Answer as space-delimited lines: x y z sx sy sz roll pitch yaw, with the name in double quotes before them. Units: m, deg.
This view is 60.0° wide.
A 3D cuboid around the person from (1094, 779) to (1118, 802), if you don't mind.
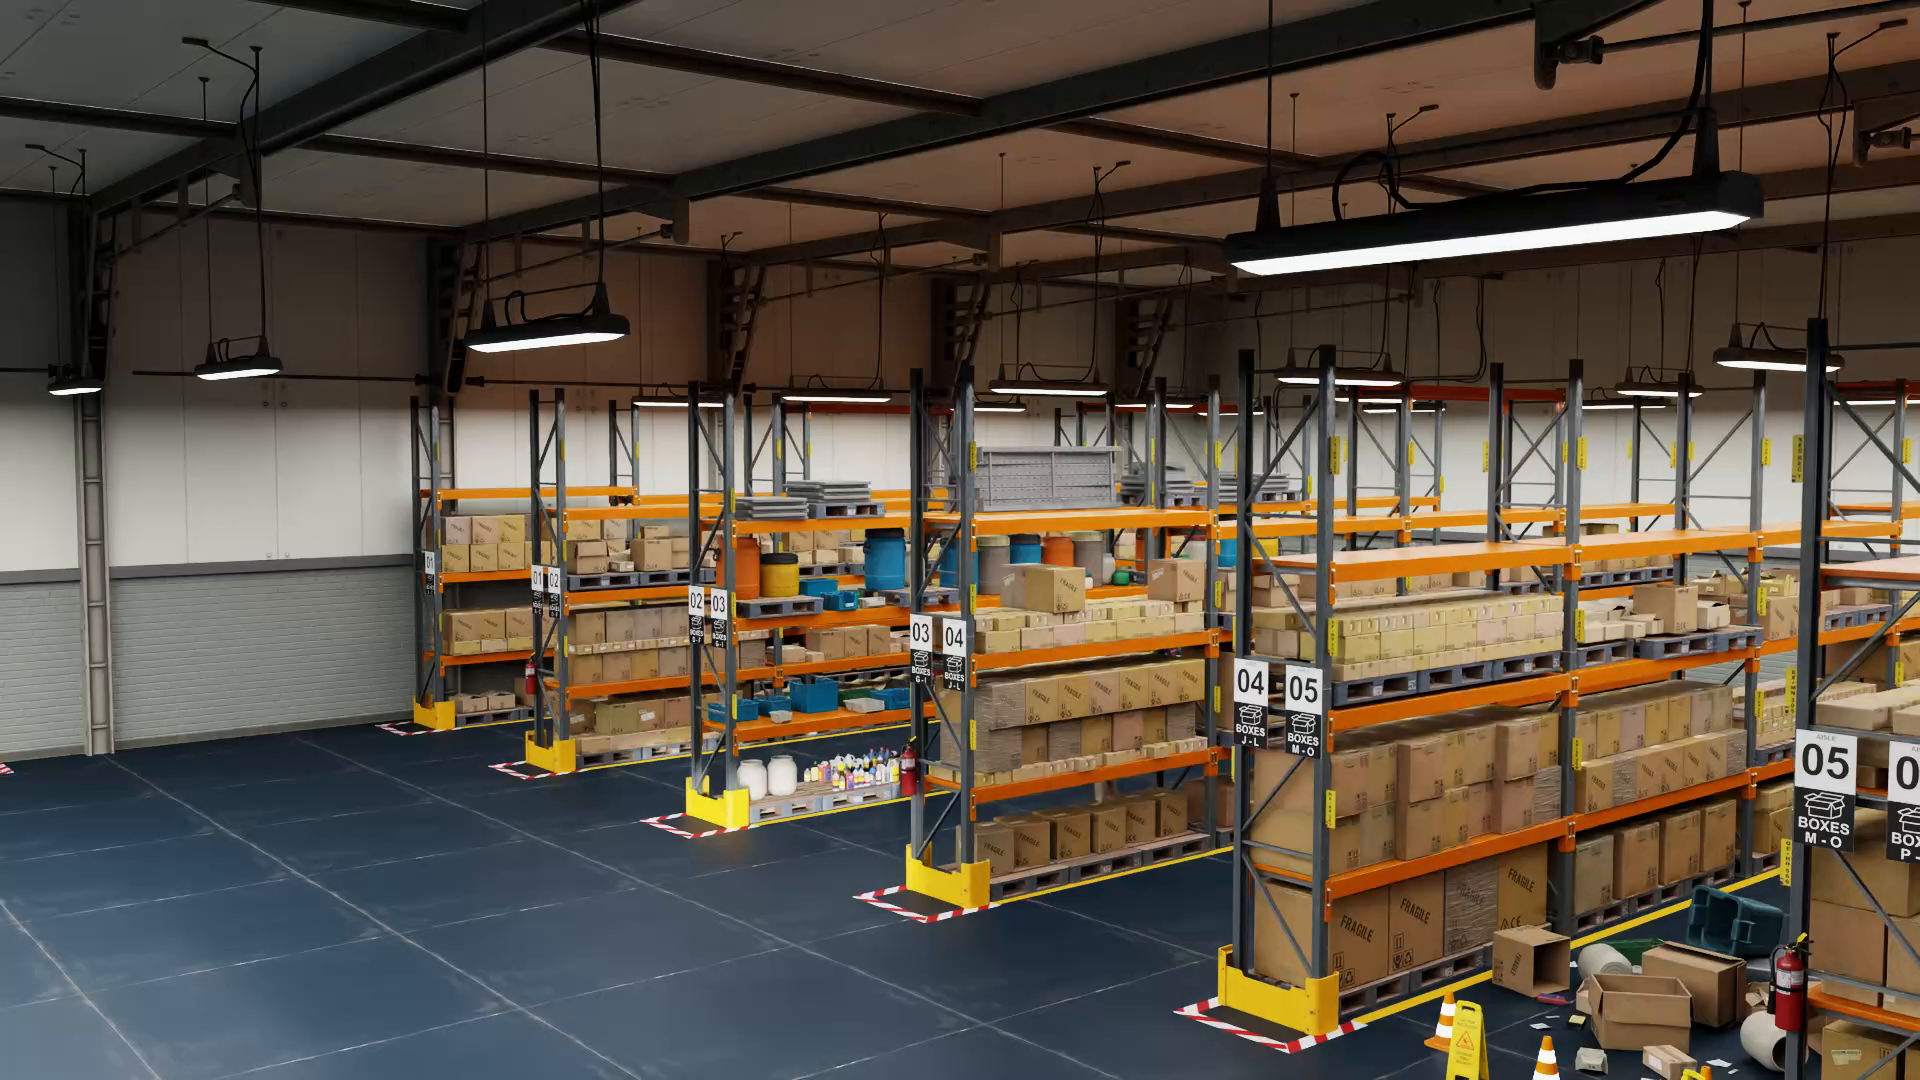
"person" 1.982 2.966 23.039 0.417 1.775 0.633 2 4 28
